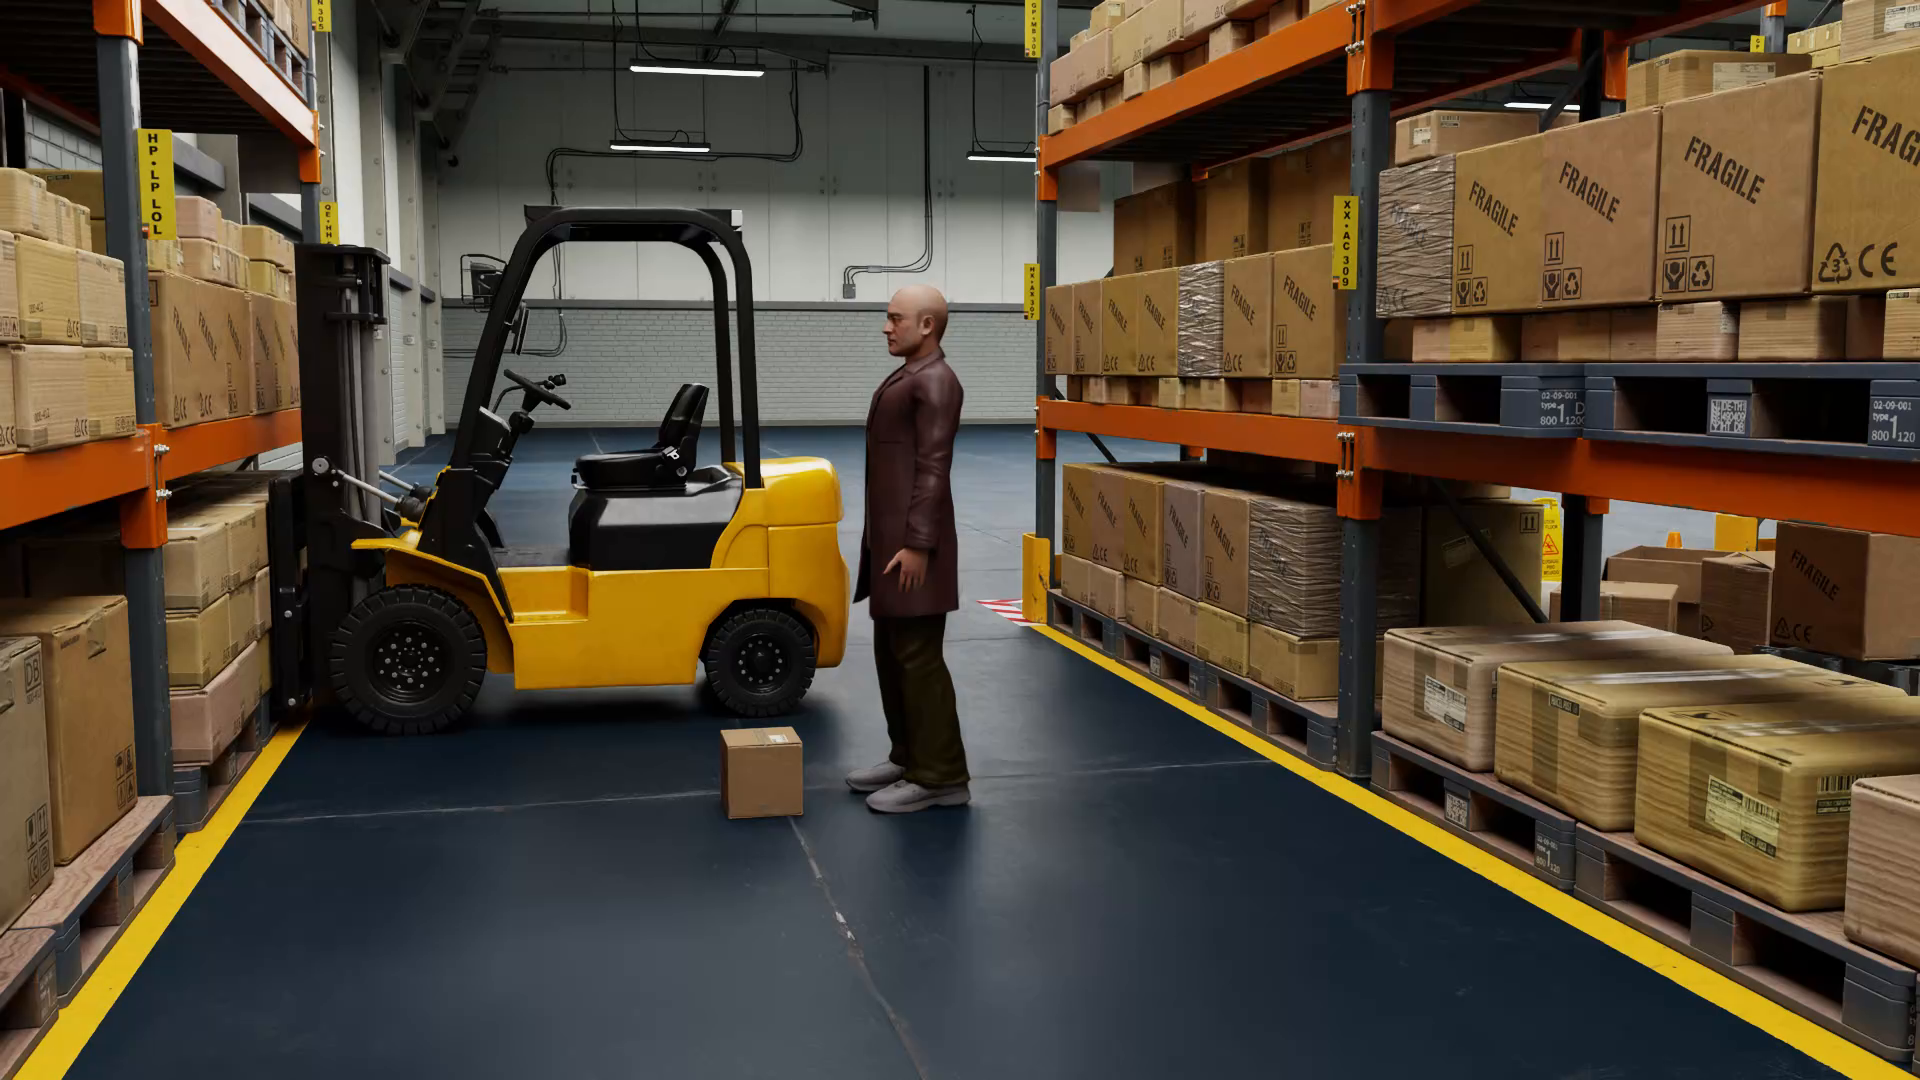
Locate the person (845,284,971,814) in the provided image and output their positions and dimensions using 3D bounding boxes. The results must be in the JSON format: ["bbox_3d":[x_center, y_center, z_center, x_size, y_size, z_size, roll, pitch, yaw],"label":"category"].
[{"bbox_3d":[-0.177,0.022,5.691,0.402,1.780,0.562,-1,6,-12],"label":"person"}]
